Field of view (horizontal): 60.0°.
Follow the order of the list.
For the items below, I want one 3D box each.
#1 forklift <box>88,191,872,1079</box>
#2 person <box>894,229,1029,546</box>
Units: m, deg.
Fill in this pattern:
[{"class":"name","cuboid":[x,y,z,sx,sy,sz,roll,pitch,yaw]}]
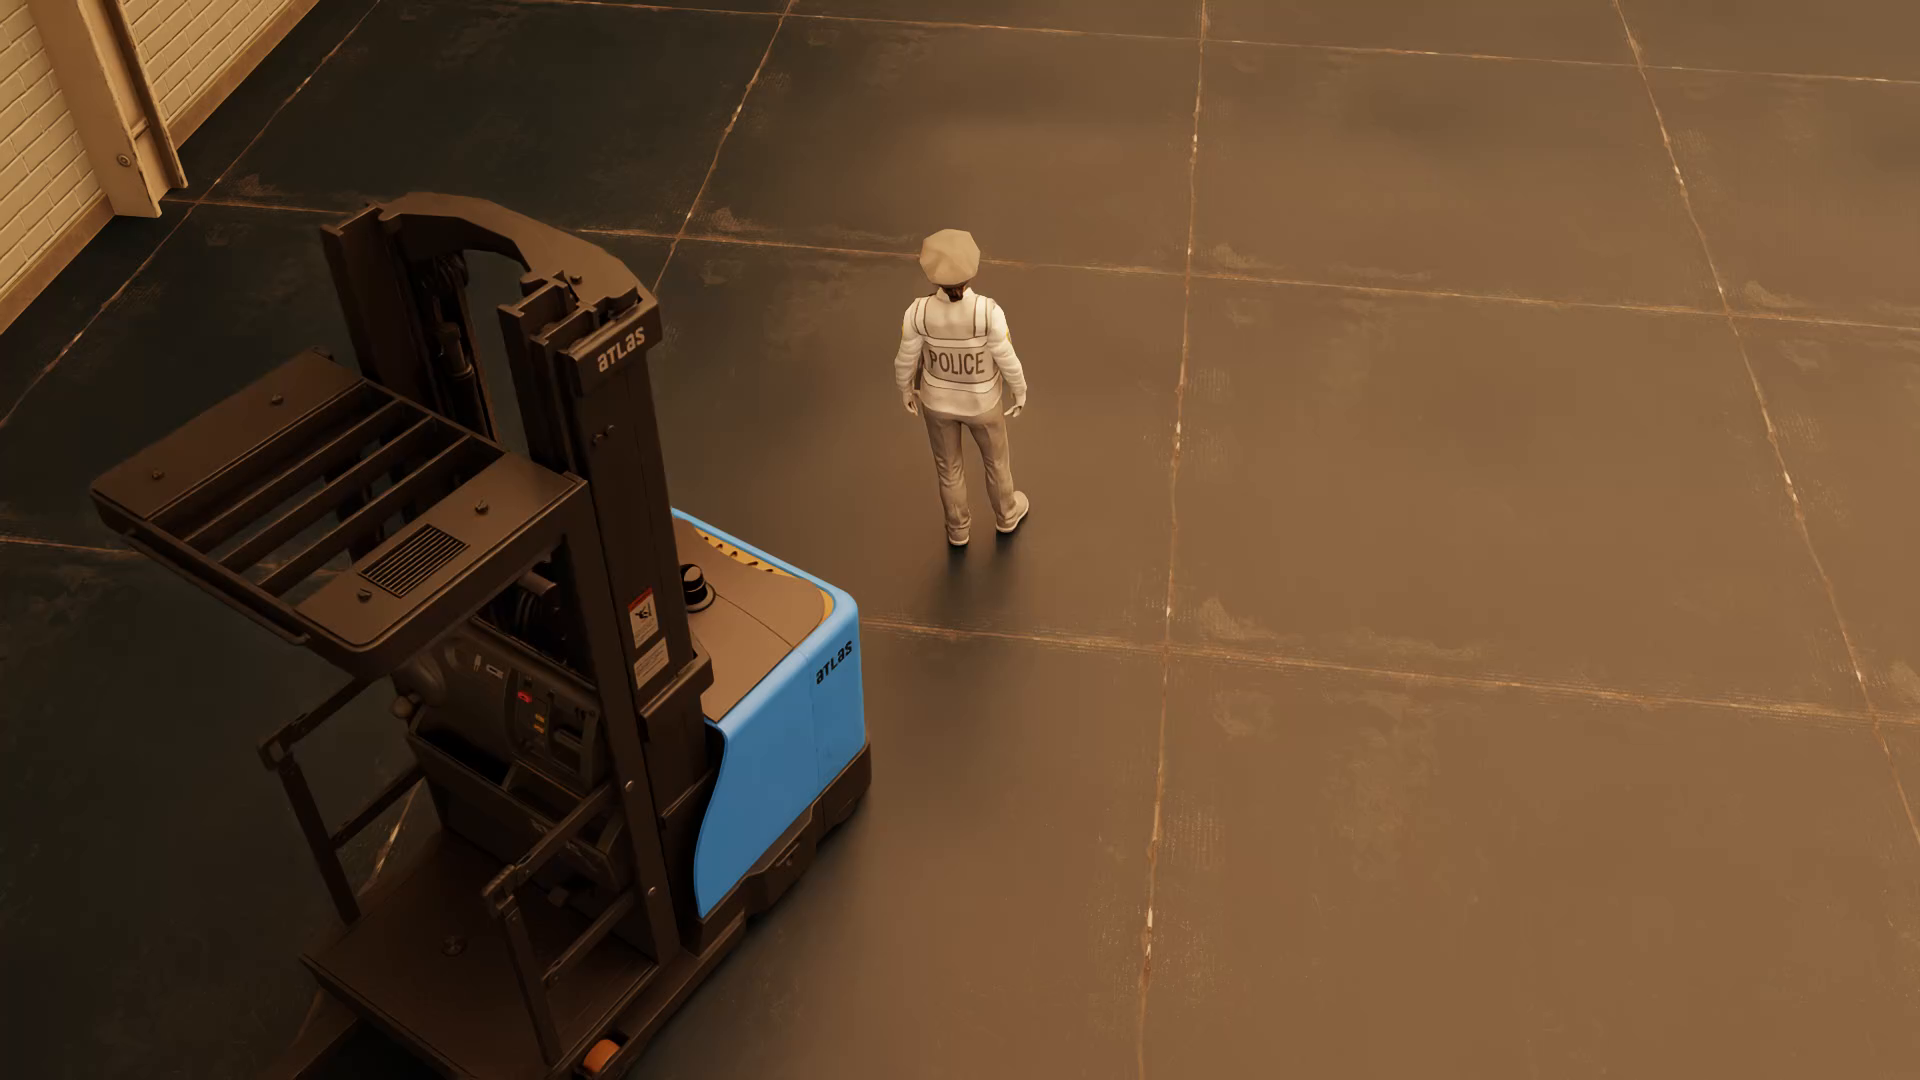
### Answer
[{"class":"forklift","cuboid":[-1.601,0.566,5.108,1.130,2.935,3.031,25,48,24]},{"class":"person","cuboid":[0.015,-0.674,7.361,0.587,1.696,0.534,5,43,6]}]
